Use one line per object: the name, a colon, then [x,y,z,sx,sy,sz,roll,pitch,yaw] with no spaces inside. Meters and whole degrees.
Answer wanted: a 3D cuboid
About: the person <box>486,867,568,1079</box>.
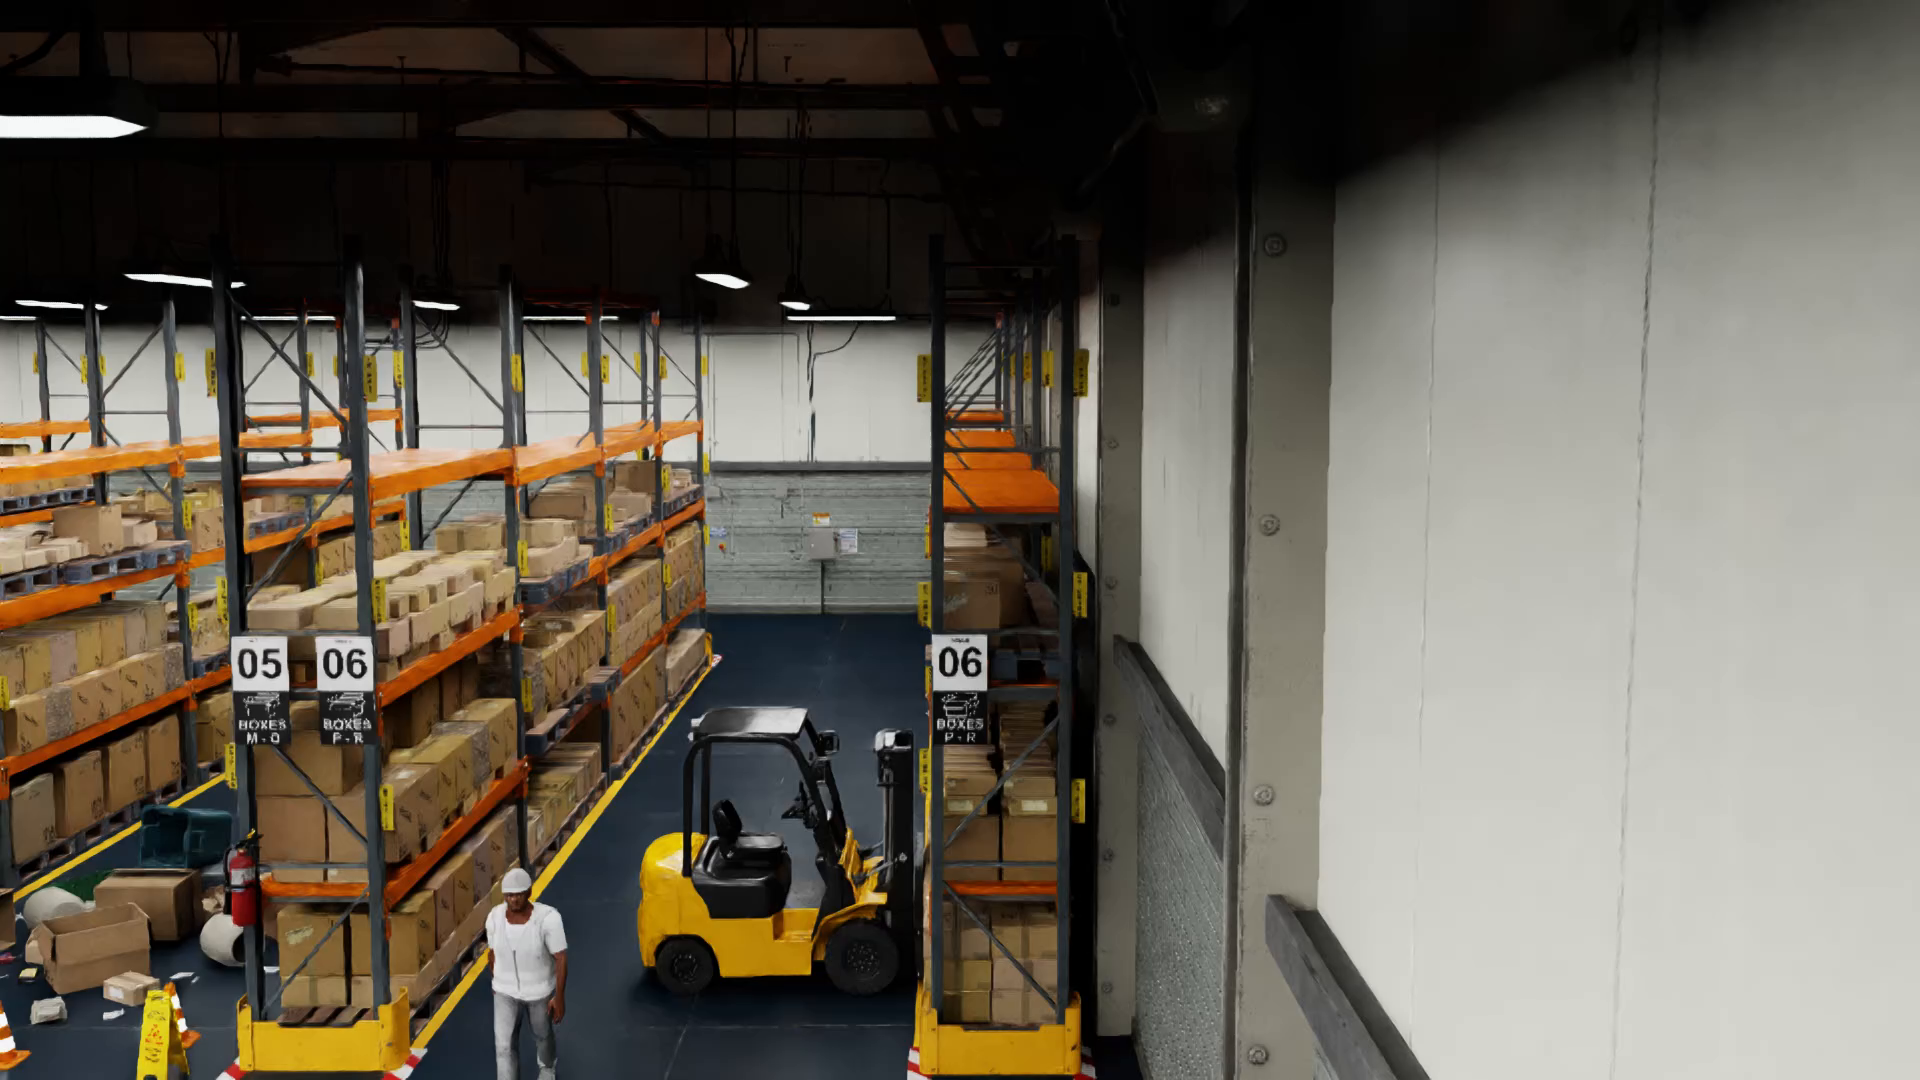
person: [-2.961,3.066,11.358,0.589,1.716,1.043,0,6,-2]
